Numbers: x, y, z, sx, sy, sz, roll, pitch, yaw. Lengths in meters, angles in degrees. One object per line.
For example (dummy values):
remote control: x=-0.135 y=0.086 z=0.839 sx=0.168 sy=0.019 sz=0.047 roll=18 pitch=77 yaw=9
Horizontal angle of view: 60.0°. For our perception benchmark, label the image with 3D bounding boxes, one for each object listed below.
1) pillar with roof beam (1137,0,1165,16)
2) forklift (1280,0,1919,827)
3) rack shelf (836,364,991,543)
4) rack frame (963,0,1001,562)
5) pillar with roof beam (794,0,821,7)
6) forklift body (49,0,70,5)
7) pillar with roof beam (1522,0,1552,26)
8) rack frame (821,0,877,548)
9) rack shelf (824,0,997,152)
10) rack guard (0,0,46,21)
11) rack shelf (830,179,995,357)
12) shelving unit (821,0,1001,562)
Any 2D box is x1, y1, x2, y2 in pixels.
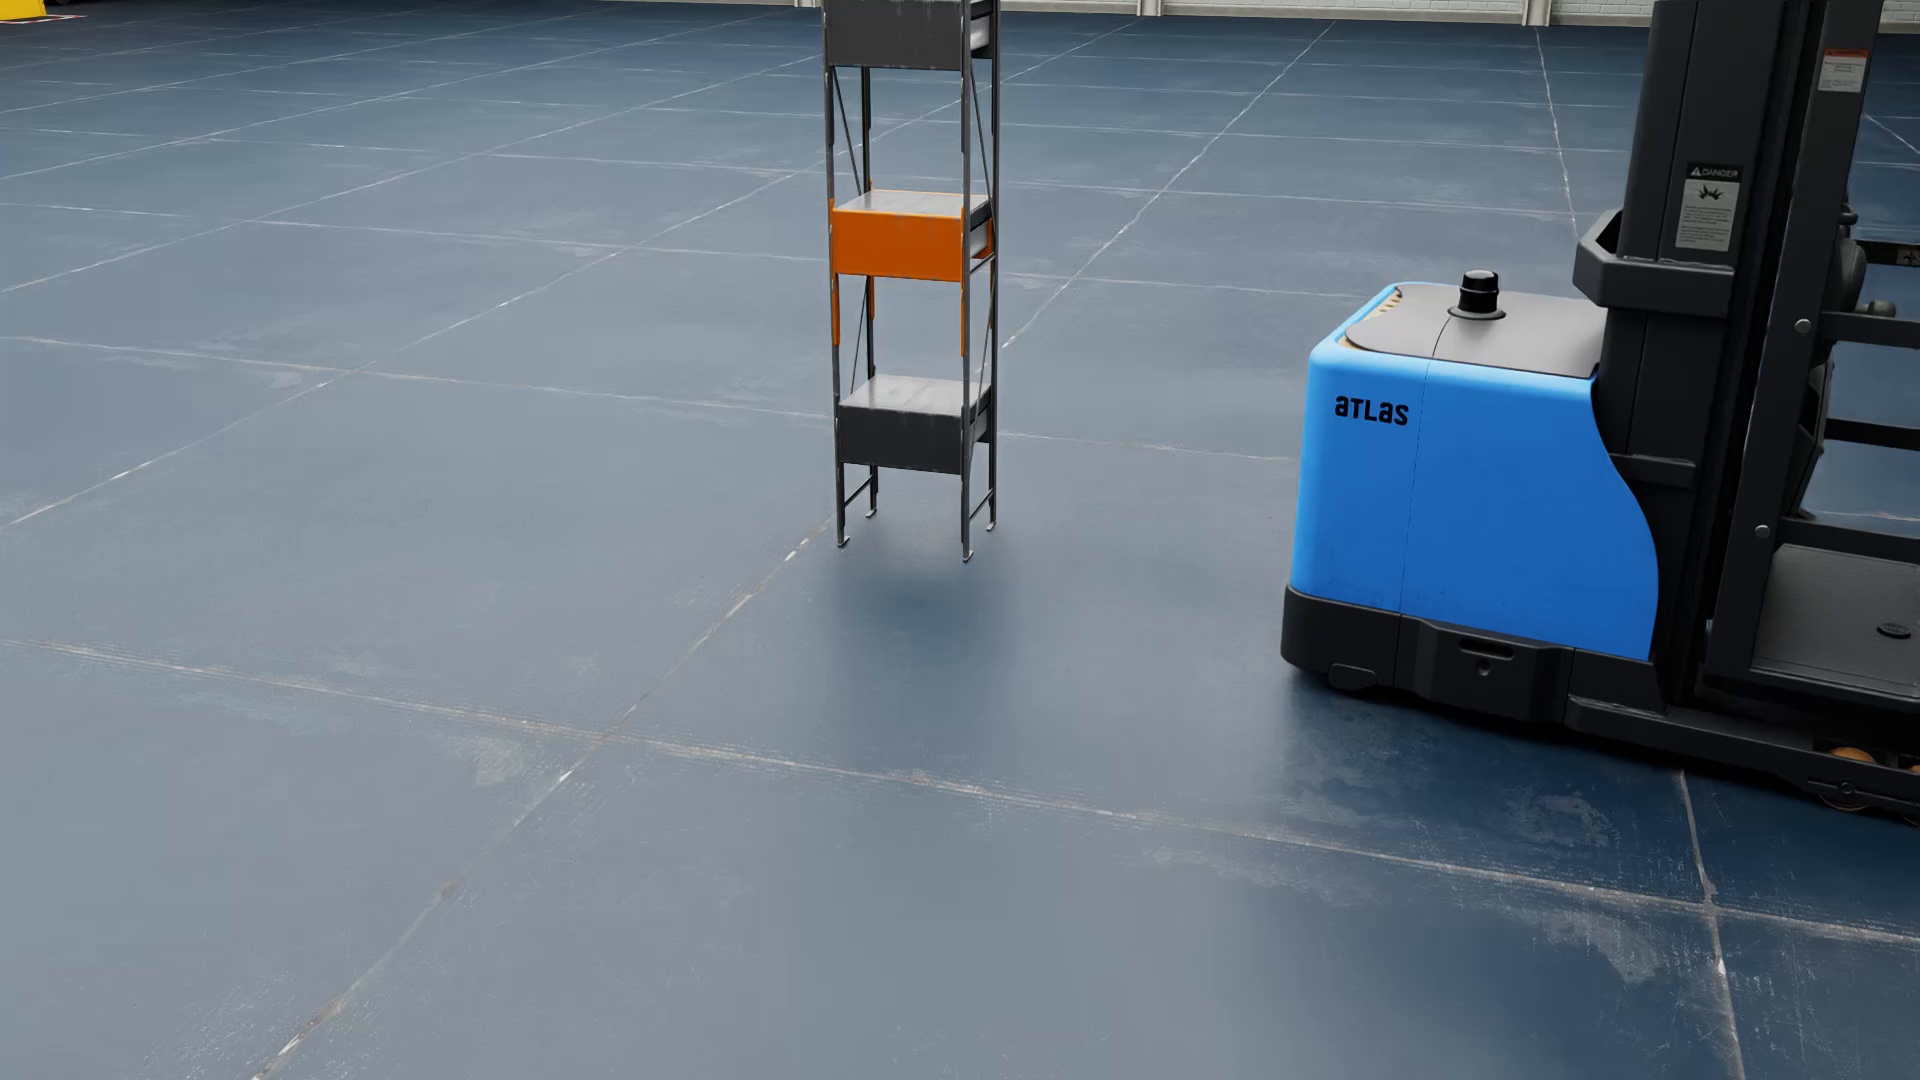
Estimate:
pillar with roof beam: x=1.873 y=-11.192 z=21.696 sx=0.400 sy=9.000 sz=9.100 roll=7 pitch=23 yaw=16
forklift: x=2.551 y=-0.822 z=4.411 sx=3.031 sy=2.935 sz=1.130 roll=11 pitch=25 yaw=25
rack shelf: x=-0.158 y=-0.329 z=6.187 sx=0.480 sy=0.518 sz=0.431 roll=7 pitch=23 yaw=16
rack frame: x=0.075 y=-0.963 z=5.851 sx=0.015 sy=2.100 sz=0.400 roll=7 pitch=23 yaw=16
pillar with roof beam: x=-3.871 y=-11.849 z=23.300 sx=0.400 sy=9.000 sz=9.100 roll=7 pitch=23 yaw=16
forklift body: x=-16.052 y=-10.702 z=29.526 sx=1.214 sy=2.155 sz=2.313 roll=7 pitch=23 yaw=16
pillar with roof beam: x=7.617 y=-10.534 z=20.093 sx=0.400 sy=9.000 sz=9.100 roll=7 pitch=23 yaw=16
rack frame: x=-0.392 y=-1.016 z=5.981 sx=0.015 sy=2.100 sz=0.400 roll=7 pitch=23 yaw=16
rack shelf: x=-0.158 y=-1.625 z=5.655 sx=0.480 sy=0.518 sz=0.431 roll=7 pitch=23 yaw=16
rack guard: x=-15.213 y=-8.598 z=26.571 sx=0.348 sy=0.500 sz=1.175 roll=7 pitch=23 yaw=16
rack shelf: x=-0.158 y=-0.977 z=5.921 sx=0.480 sy=0.518 sz=0.431 roll=7 pitch=23 yaw=16
shelving unit: x=-0.158 y=-0.990 z=5.916 sx=0.503 sy=2.100 sz=0.431 roll=7 pitch=23 yaw=16
